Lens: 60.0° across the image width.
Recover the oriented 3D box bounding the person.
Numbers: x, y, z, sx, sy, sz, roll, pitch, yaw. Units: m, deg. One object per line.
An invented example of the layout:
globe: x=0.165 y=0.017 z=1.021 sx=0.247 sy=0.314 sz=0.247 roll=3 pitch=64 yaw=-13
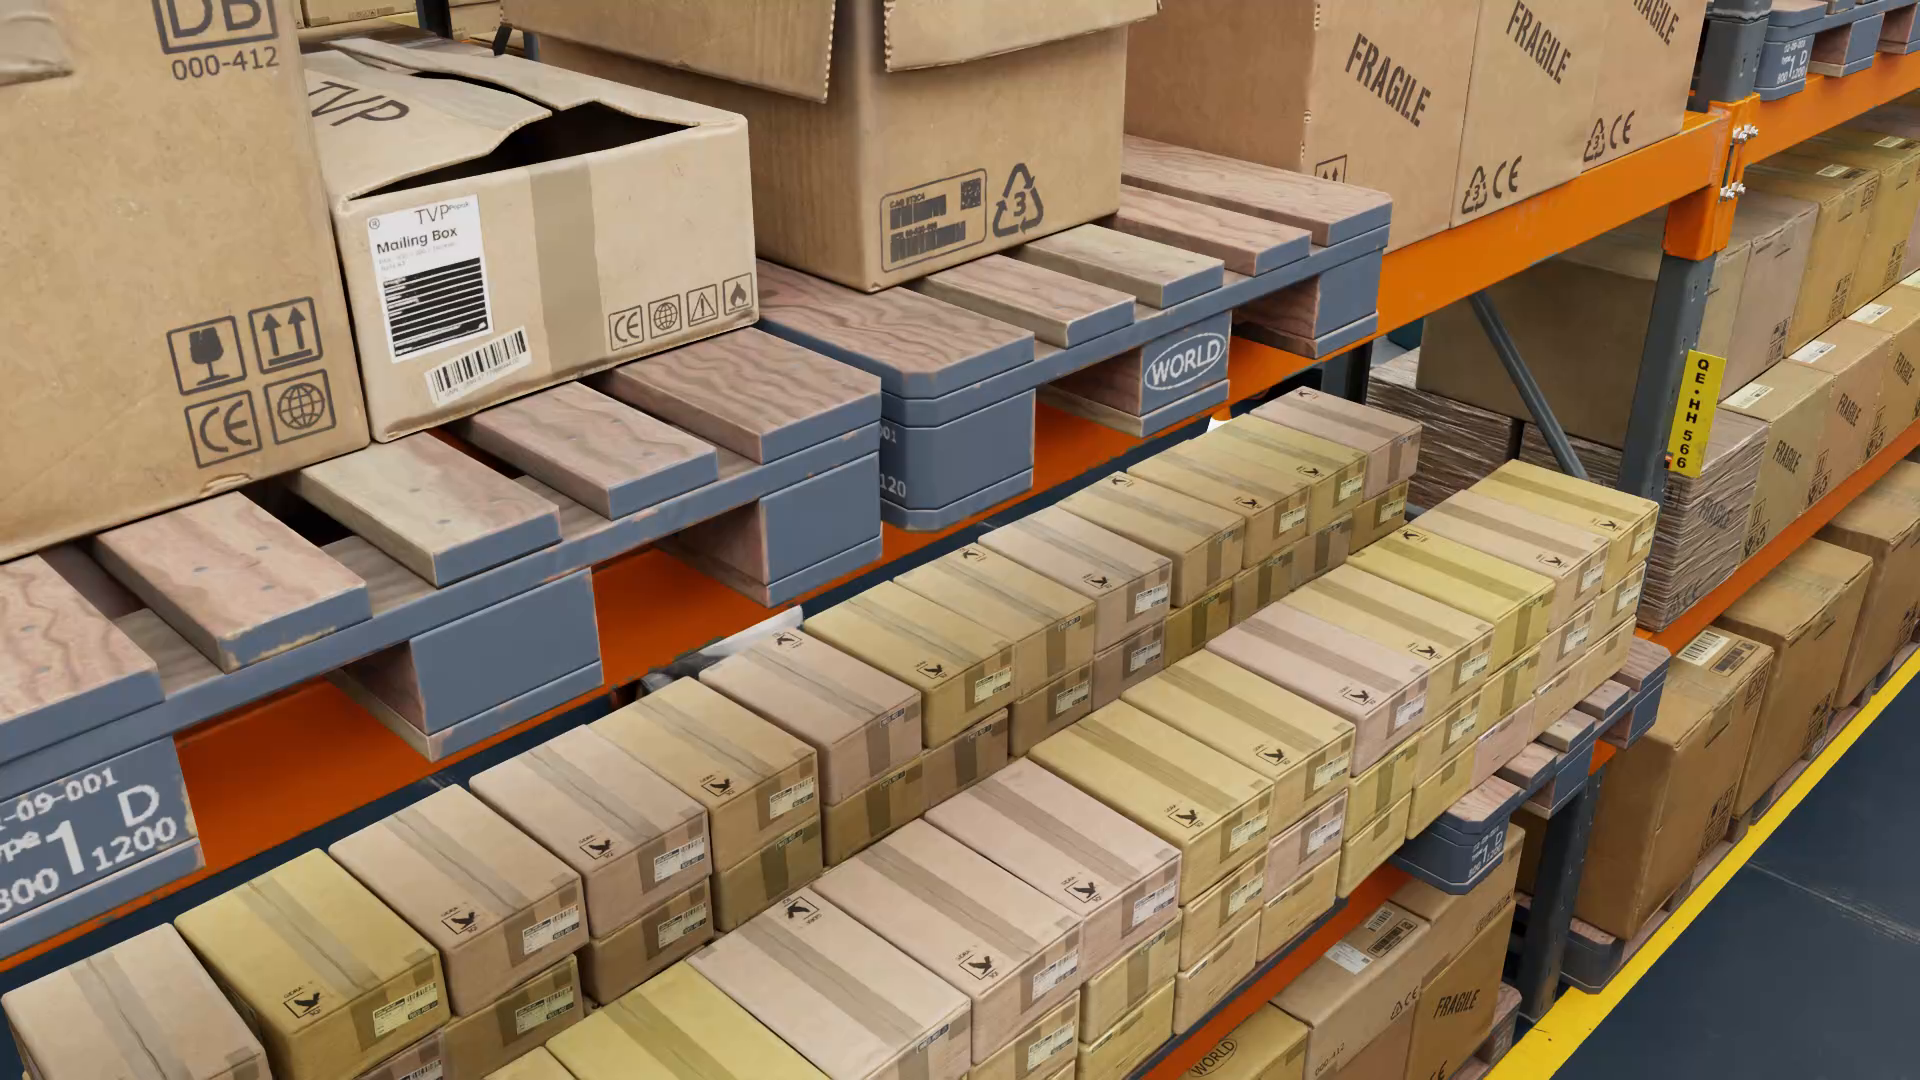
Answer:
person: x=-1.039 y=0.391 z=6.376 sx=0.980 sy=0.850 sz=0.518 roll=23 pitch=35 yaw=37
